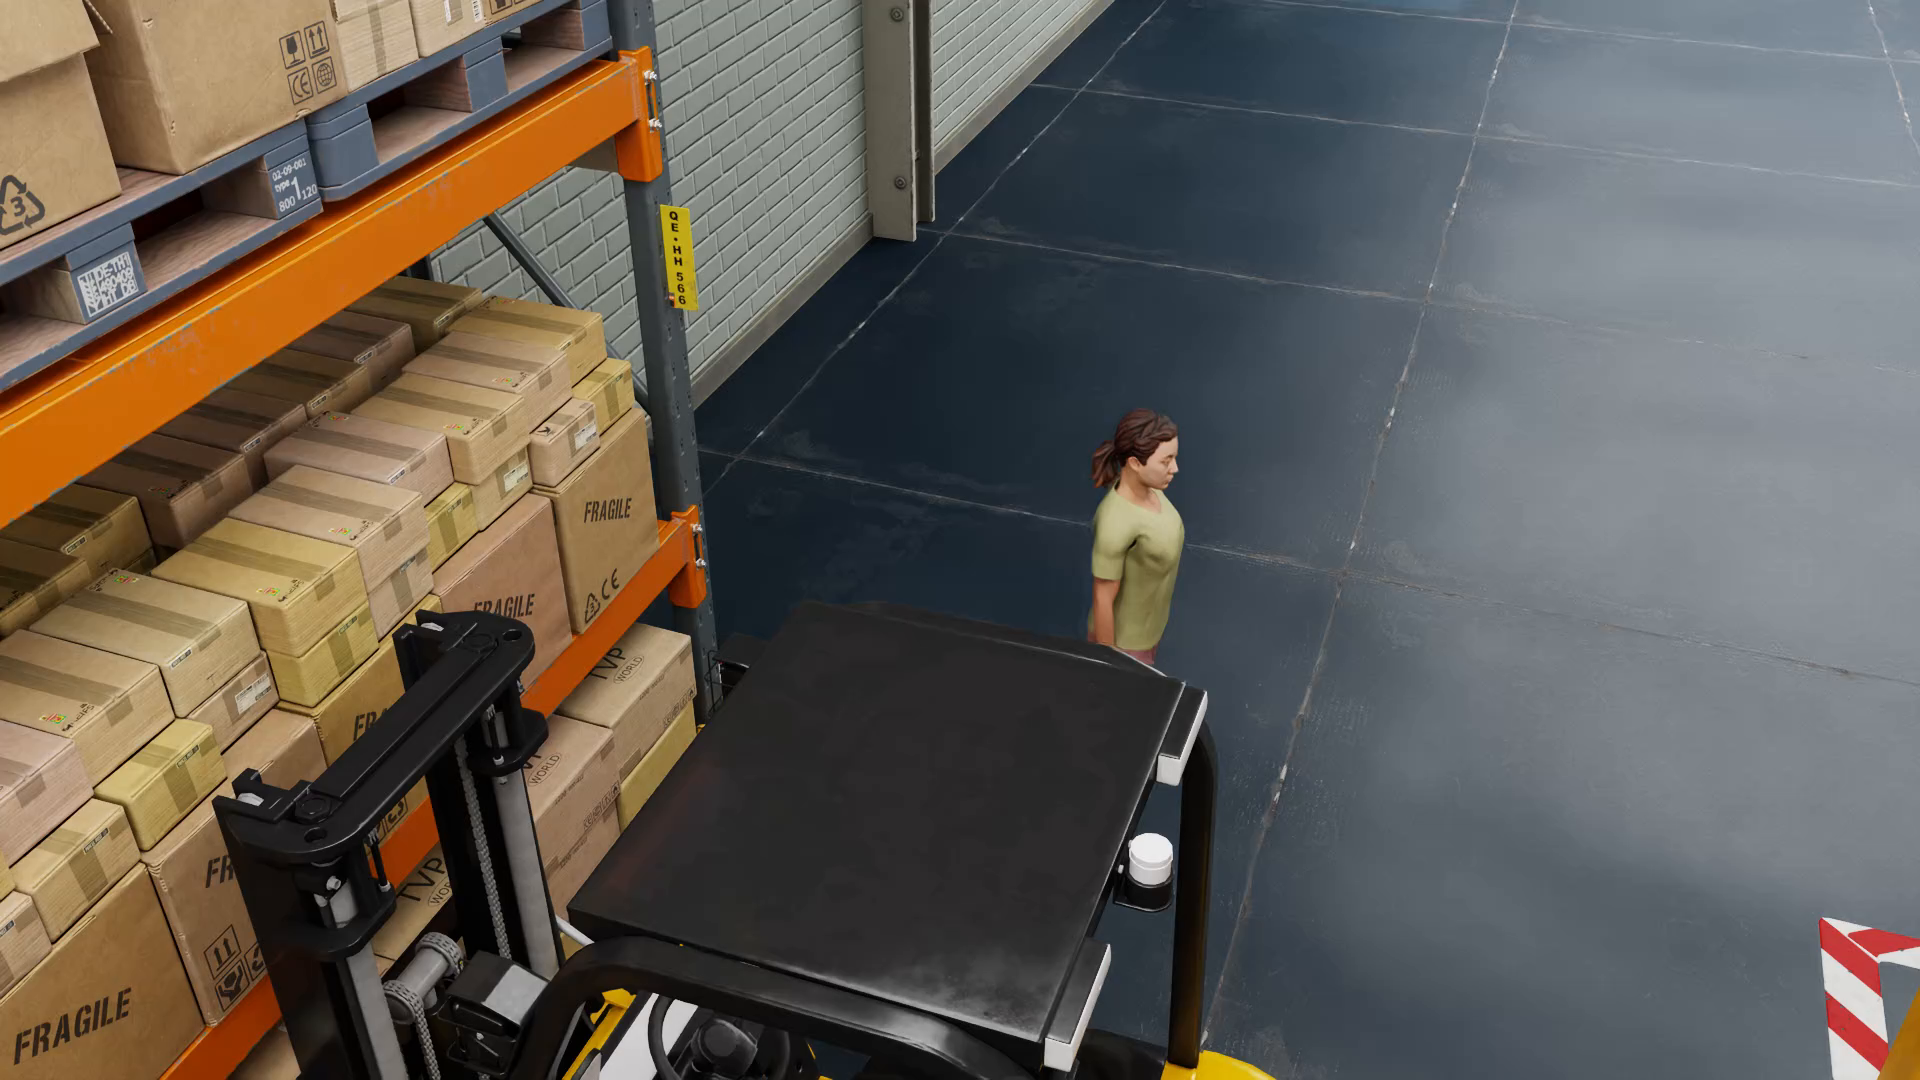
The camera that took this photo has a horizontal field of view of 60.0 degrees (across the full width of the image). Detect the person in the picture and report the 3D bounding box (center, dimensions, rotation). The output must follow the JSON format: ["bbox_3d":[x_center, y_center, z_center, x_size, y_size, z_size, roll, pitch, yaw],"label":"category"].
[{"bbox_3d":[0.454,0.339,5.616,0.485,1.665,0.640,12,35,17],"label":"person"}]
